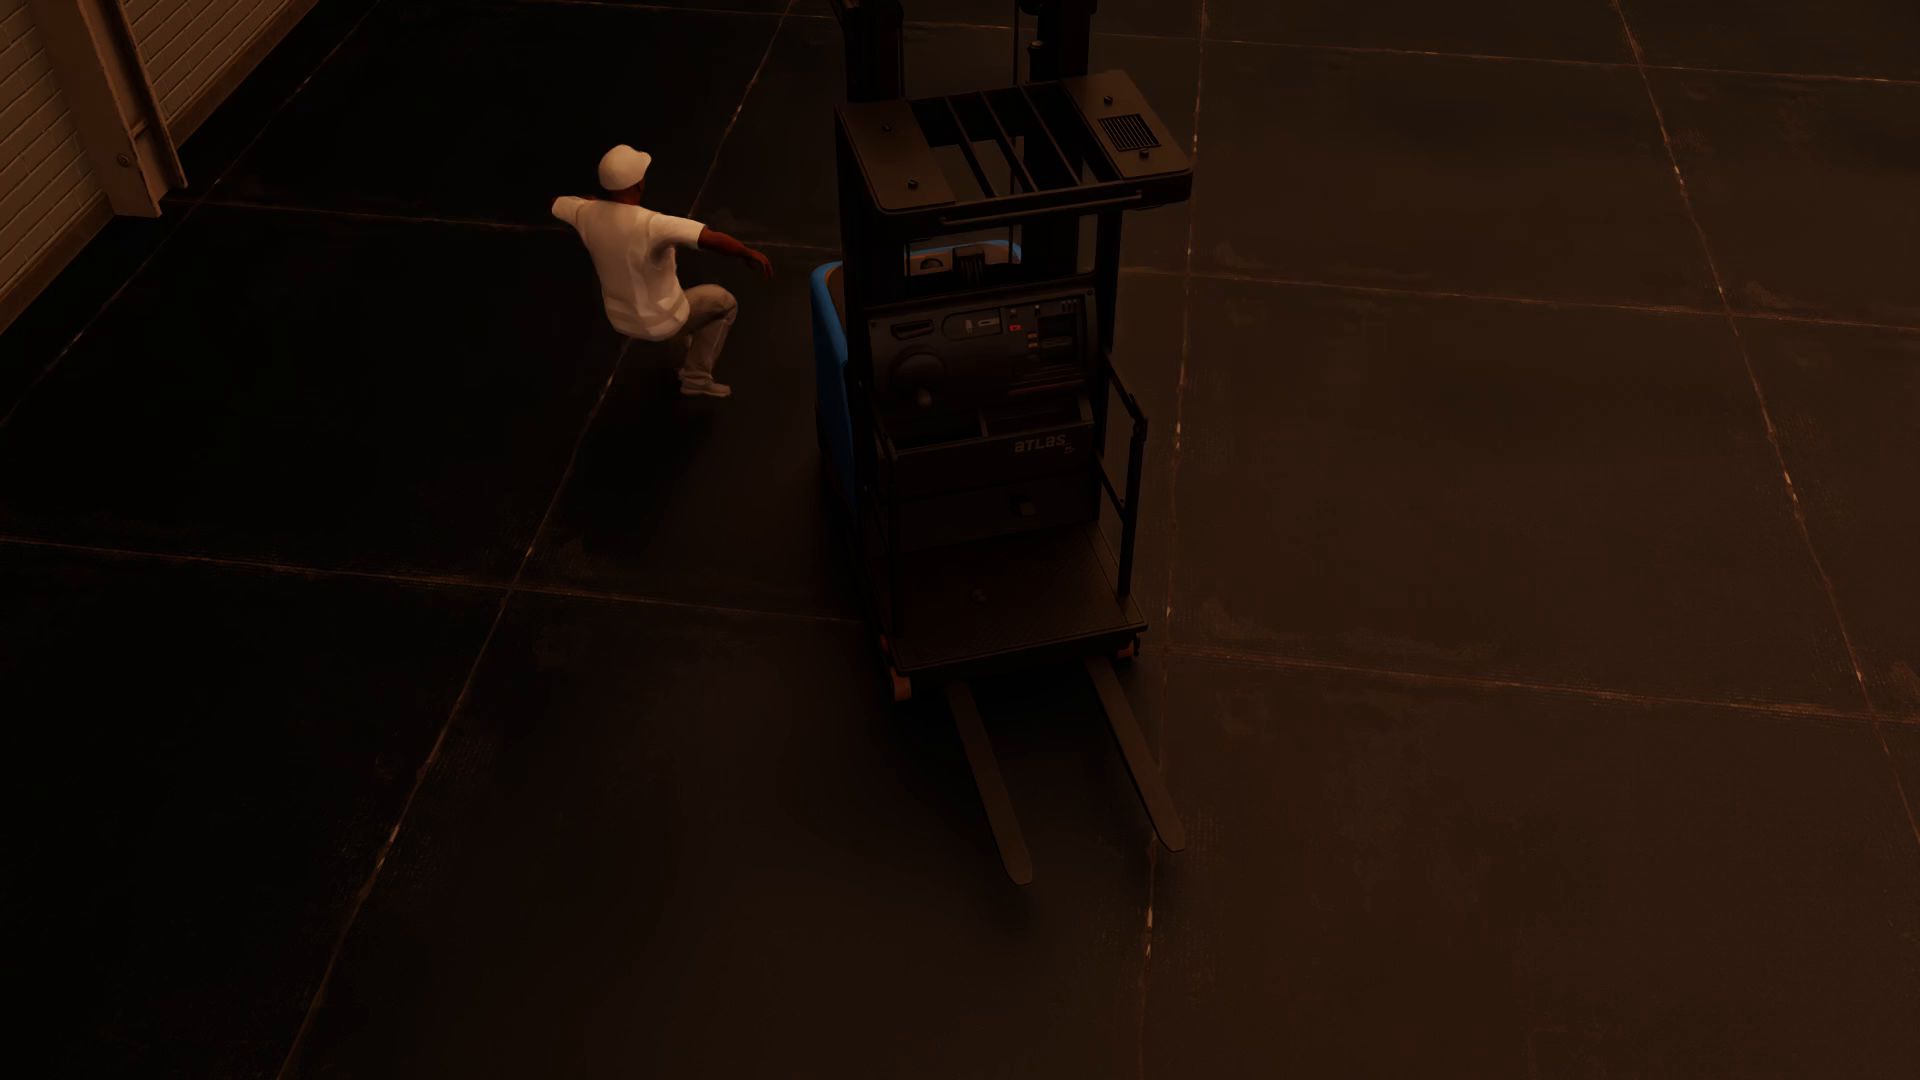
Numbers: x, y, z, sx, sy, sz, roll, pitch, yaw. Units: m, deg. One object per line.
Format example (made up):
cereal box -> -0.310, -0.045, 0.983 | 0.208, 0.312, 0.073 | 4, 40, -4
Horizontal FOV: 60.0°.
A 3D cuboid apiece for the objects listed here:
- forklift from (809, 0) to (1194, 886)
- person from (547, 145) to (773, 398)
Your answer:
forklift -> 0.153, -0.681, 6.465 | 1.130, 2.935, 3.031 | -10, 44, -11
person -> -1.424, -1.304, 8.165 | 1.205, 1.565, 0.823 | 20, 46, 21
